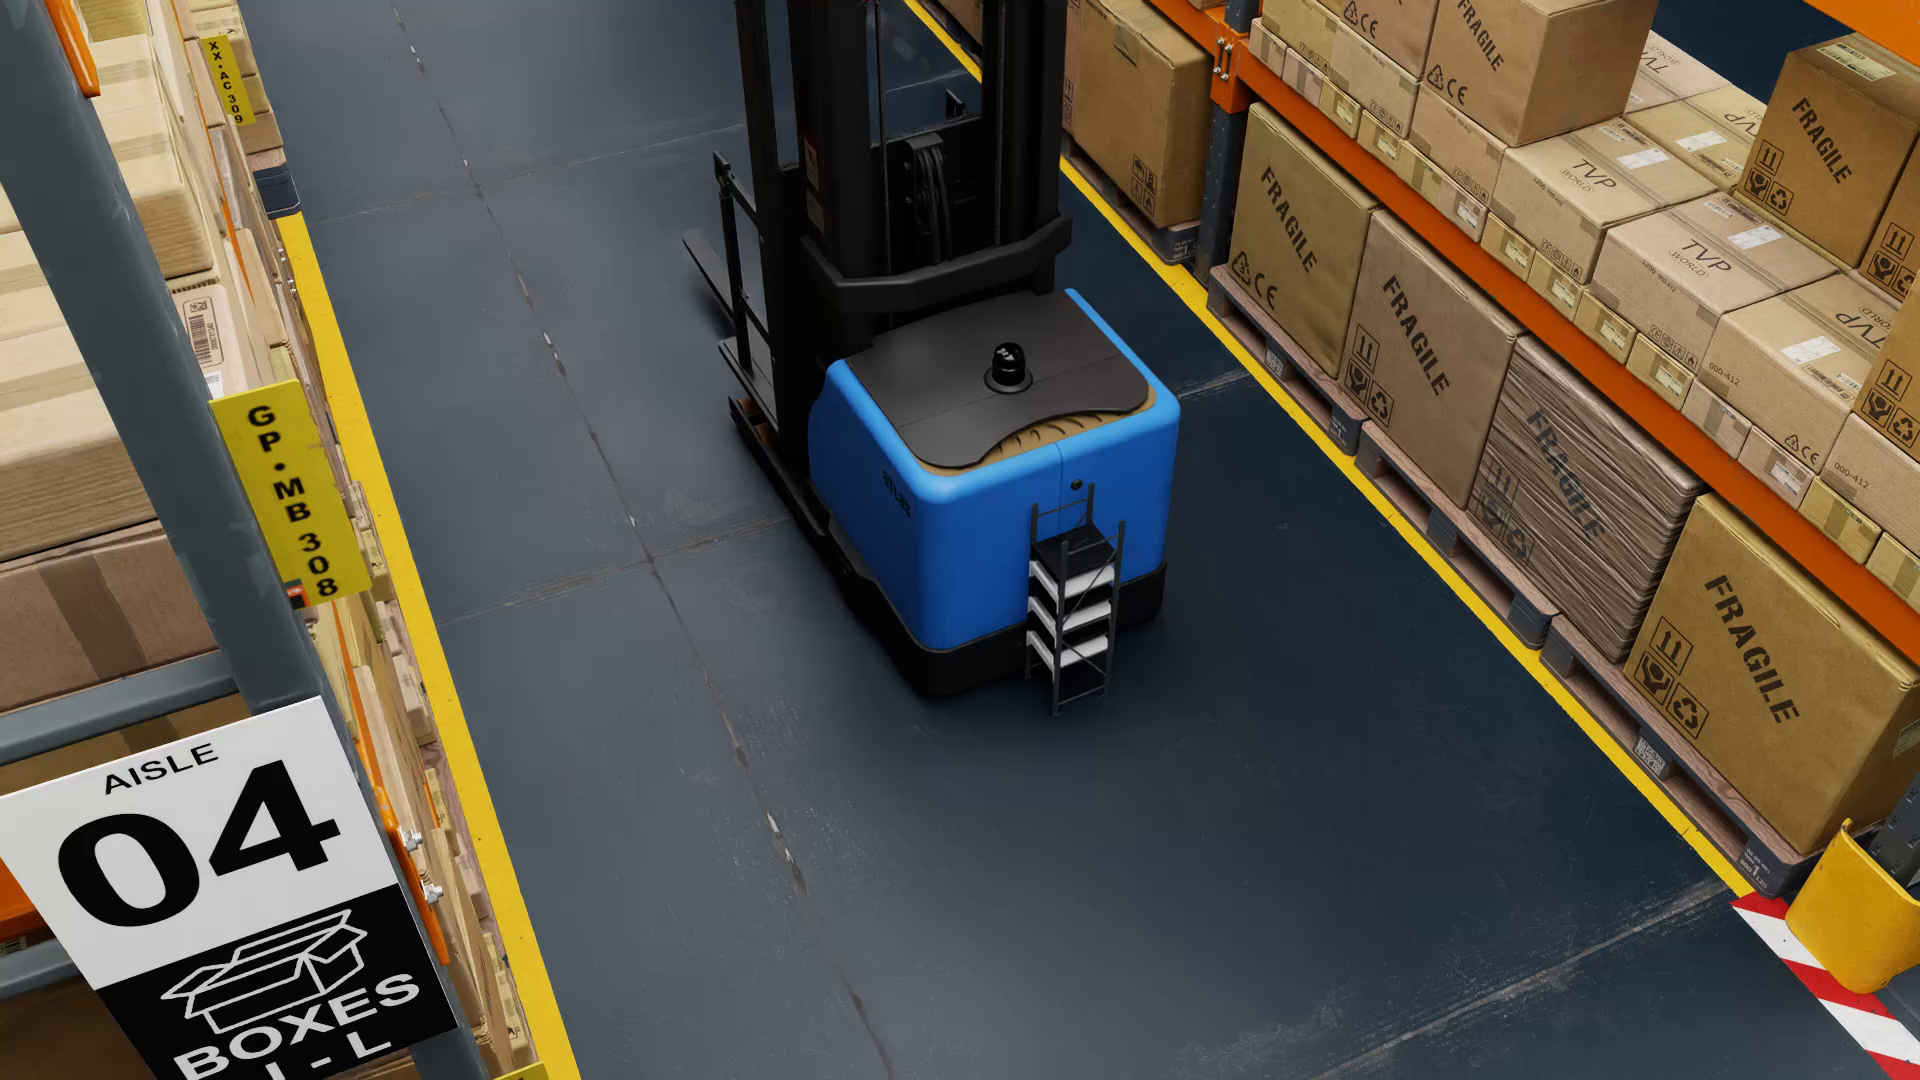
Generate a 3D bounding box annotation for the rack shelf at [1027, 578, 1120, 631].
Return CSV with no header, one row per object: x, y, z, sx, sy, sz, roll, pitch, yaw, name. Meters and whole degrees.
0.397,0.188,5.838,0.258,0.077,0.200,-20,48,-19,rack shelf

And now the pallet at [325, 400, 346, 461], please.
-3.265,-0.557,7.164,1.003,0.211,1.213,-18,47,-17,pallet

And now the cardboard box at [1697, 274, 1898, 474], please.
2.631,-0.512,5.028,0.500,0.250,0.500,-19,48,-18,cardboard box

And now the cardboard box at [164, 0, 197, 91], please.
-2.072,-1.190,3.792,0.500,0.250,0.500,-19,48,-18,cardboard box

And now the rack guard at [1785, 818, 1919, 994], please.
3.298,1.000,5.381,1.175,0.500,0.348,-18,47,-17,rack guard

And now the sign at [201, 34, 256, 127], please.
-2.447,-1.527,5.546,0.100,0.325,0.005,-18,47,-17,sign

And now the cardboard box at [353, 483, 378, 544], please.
-2.462,-0.039,6.385,0.380,0.149,0.250,-17,47,-17,cardboard box

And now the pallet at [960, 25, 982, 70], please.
0.697,-2.710,9.346,1.003,0.211,1.213,-18,47,-17,pallet

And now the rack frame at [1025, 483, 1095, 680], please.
0.351,0.165,5.942,0.240,0.900,0.006,-20,48,-19,rack frame

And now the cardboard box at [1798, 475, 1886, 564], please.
2.729,-0.111,4.905,0.380,0.149,0.250,-18,47,-17,cardboard box

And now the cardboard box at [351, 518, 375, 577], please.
-2.296,0.057,5.864,0.380,0.149,0.250,-18,48,-18,cardboard box

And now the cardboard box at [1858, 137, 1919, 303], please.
3.121,-0.929,4.917,0.500,0.500,0.500,-19,48,-18,cardboard box

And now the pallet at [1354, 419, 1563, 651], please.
2.372,-0.175,6.777,1.003,0.211,1.213,-18,47,-17,pallet

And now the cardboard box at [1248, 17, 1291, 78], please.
1.429,-2.078,6.899,0.380,0.149,0.250,-18,47,-17,cardboard box

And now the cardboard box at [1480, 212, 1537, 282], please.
2.086,-1.085,5.893,0.380,0.149,0.250,-19,48,-19,cardboard box

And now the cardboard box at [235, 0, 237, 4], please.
-3.014,-2.101,6.412,0.380,0.149,0.250,-20,48,-19,cardboard box

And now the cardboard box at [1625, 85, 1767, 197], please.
2.675,-1.325,5.852,0.500,0.250,0.500,-19,48,-18,cardboard box

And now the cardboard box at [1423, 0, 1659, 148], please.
1.999,-1.747,5.746,0.500,0.500,0.500,-19,48,-19,cardboard box

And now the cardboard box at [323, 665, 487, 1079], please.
-1.202,0.633,2.978,0.500,0.500,0.500,-18,47,-18,cardboard box

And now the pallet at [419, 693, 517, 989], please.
-2.105,1.135,5.450,1.003,0.211,1.213,-18,47,-17,pallet

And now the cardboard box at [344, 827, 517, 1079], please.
-1.193,0.986,3.332,0.500,0.500,0.500,-16,47,-16,cardboard box

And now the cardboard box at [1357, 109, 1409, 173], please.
1.763,-1.576,6.390,0.380,0.149,0.250,-19,48,-18,cardboard box

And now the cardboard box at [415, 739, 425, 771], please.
-1.979,0.806,5.528,0.380,0.149,0.250,-17,47,-17,cardboard box

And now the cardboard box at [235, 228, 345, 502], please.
-1.836,-0.348,3.972,0.500,0.500,0.500,-19,48,-19,cardboard box

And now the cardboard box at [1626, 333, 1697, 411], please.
2.409,-0.596,5.397,0.380,0.149,0.250,-19,48,-18,cardboard box

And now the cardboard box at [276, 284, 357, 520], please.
-2.052,-0.322,4.658,0.500,0.500,0.500,-18,47,-18,cardboard box

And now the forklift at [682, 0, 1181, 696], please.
-0.339,-1.511,6.194,1.130,2.935,3.031,-20,48,-19,forklift

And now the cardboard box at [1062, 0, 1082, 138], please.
0.943,-2.819,8.685,1.225,0.875,0.875,-20,48,-19,cardboard box

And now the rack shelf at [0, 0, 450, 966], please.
-2.095,-0.591,3.590,1.077,0.370,4.000,-18,47,-17,rack shelf

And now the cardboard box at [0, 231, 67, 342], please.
-1.275,-0.280,2.230,0.380,0.149,0.250,-16,47,-16,cardboard box

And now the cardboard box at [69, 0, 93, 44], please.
-1.629,-0.763,2.719,0.380,0.149,0.250,-17,47,-16,cardboard box

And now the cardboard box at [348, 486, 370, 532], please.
-2.391,-0.019,6.152,0.380,0.149,0.250,-20,48,-19,cardboard box

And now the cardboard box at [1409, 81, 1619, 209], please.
1.994,-1.483,6.012,0.500,0.250,0.500,-17,47,-16,cardboard box

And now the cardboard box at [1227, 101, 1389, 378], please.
1.811,-1.403,7.250,0.875,0.875,0.875,-18,47,-17,cardboard box

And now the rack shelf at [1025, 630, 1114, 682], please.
0.397,0.380,6.028,0.258,0.077,0.200,-20,48,-19,rack shelf

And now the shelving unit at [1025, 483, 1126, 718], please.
0.397,0.228,5.878,0.258,0.900,0.210,-20,48,-19,shelving unit

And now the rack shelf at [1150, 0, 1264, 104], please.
0.765,-3.473,8.646,1.077,0.370,4.000,-18,47,-17,rack shelf

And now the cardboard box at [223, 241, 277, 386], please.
-1.429,-0.218,2.806,0.500,0.250,0.500,-17,47,-16,cardboard box

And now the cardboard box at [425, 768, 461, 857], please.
-1.738,0.882,5.028,0.380,0.149,0.250,-17,47,-17,cardboard box

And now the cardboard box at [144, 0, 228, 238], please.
-1.625,-0.711,2.951,0.500,0.250,0.500,-17,47,-17,cardboard box

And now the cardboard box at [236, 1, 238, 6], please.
-3.120,-2.159,6.682,0.380,0.149,0.250,-20,48,-19,cardboard box

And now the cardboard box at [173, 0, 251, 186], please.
-2.493,-1.332,4.969,0.500,0.500,0.500,-20,48,-19,cardboard box

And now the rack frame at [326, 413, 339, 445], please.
-2.936,-1.054,5.682,1.000,3.000,0.127,-18,47,-17,rack frame

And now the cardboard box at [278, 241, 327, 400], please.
-3.007,-0.863,6.969,0.500,0.500,0.500,-16,47,-16,cardboard box

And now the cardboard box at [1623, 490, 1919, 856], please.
2.946,0.317,5.506,0.875,0.875,0.875,-18,47,-17,cardboard box
